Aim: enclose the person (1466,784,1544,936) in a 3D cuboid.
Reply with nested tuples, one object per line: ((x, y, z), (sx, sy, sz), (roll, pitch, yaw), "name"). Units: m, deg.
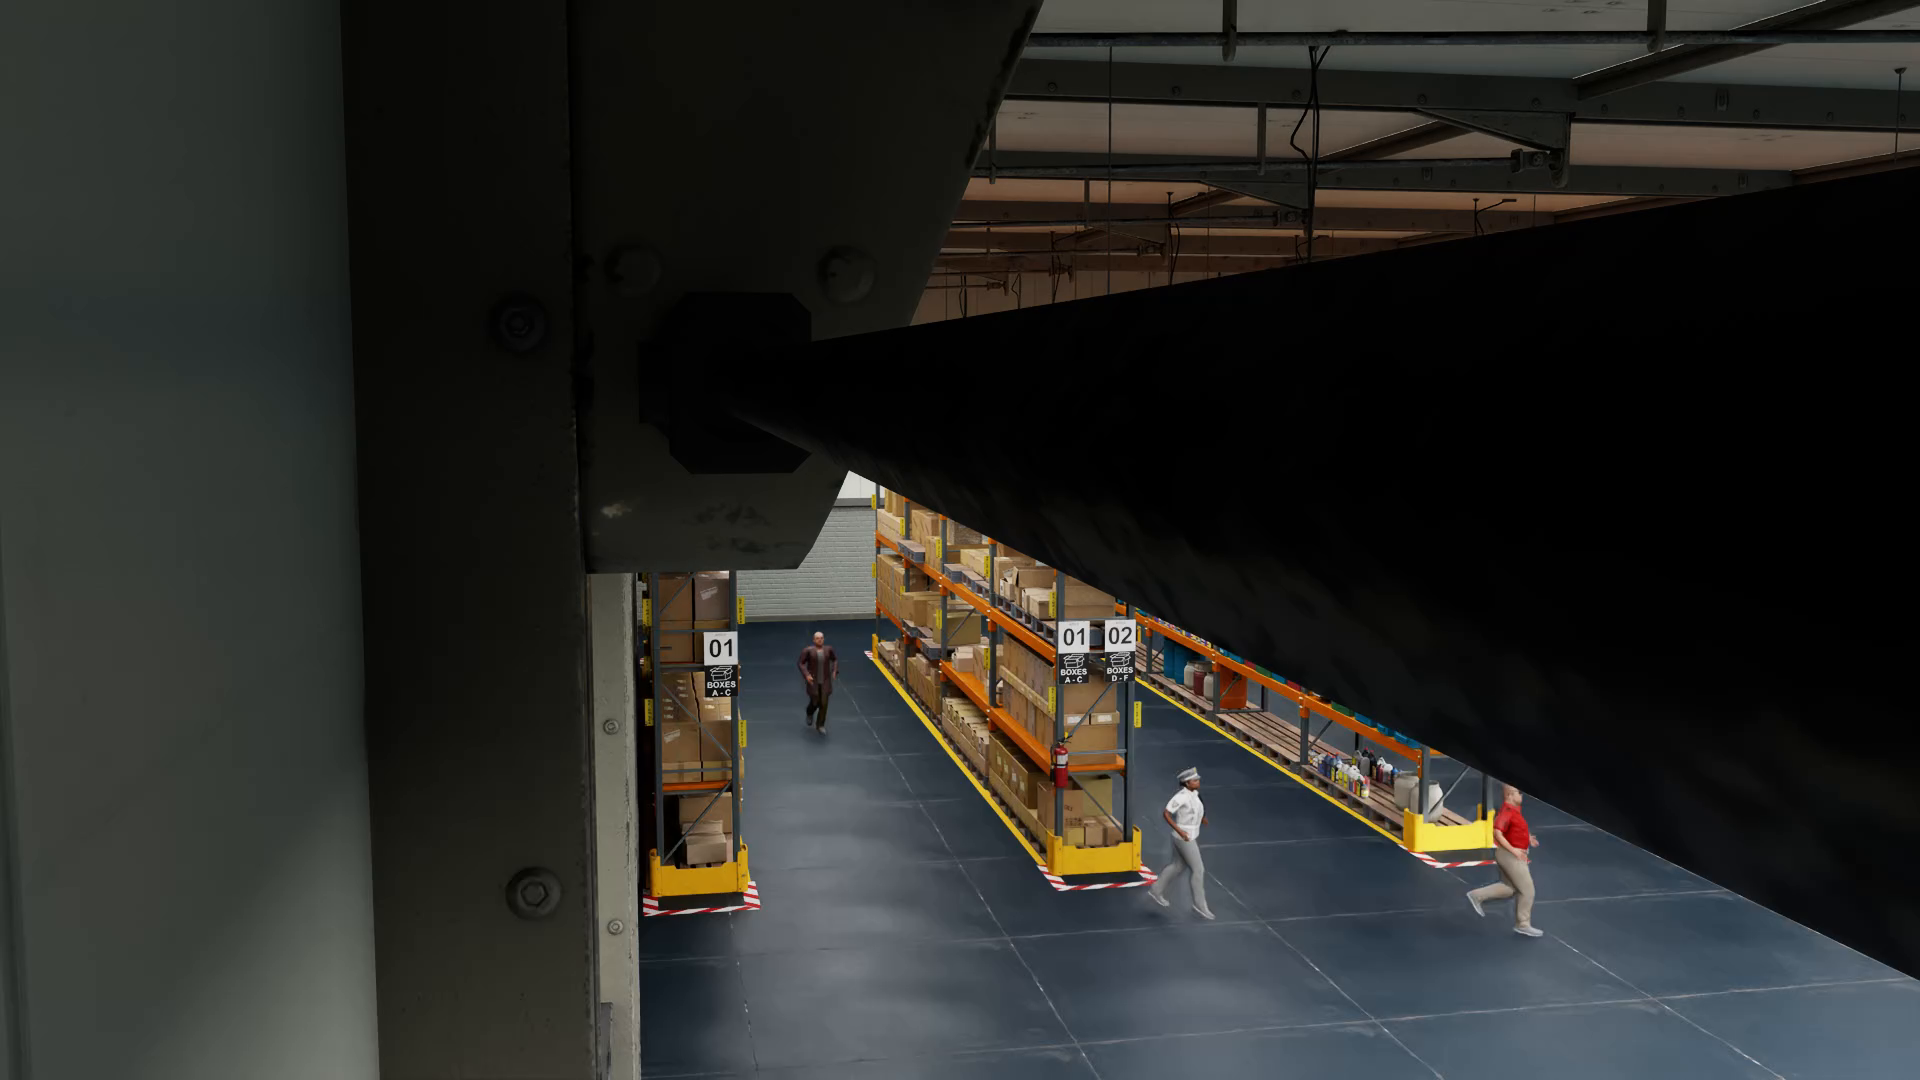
((6.150, 3.584, 18.684), (0.830, 1.721, 0.663), (1, 6, 13), "person")

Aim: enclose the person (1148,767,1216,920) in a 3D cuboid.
((2.625, 3.489, 19.373), (0.794, 1.747, 0.599), (2, 6, 20), "person")

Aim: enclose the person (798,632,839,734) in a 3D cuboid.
((-2.475, 2.473, 29.163), (0.736, 1.756, 0.697), (-2, 6, -19), "person")
